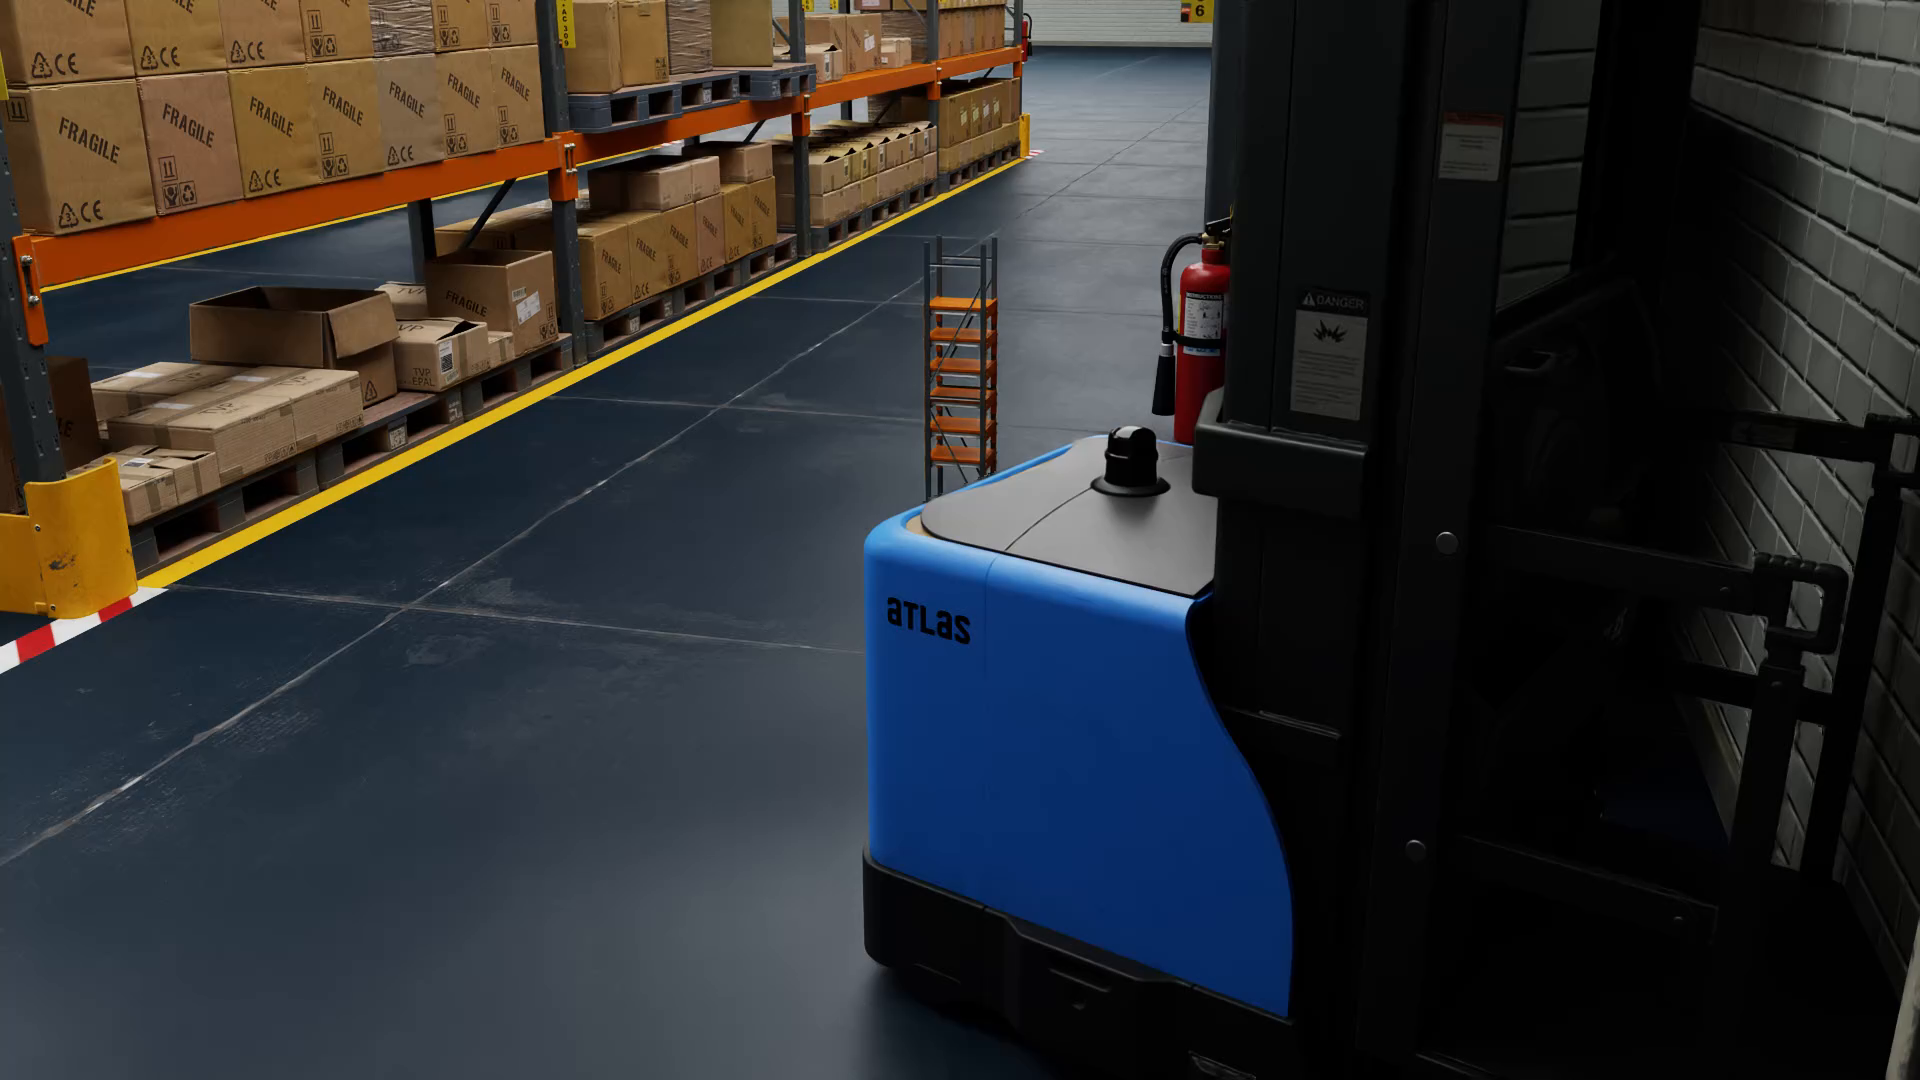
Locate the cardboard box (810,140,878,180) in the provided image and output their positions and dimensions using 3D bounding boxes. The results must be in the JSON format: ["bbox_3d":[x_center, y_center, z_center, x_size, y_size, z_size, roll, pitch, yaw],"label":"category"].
[{"bbox_3d":[-1.031,-3.347,14.582,0.500,0.311,0.500,4,19,12],"label":"cardboard box"}]

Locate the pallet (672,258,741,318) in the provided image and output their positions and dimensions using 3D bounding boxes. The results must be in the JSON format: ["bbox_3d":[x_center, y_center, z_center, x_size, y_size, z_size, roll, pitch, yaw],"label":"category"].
[{"bbox_3d":[-2.210,-1.786,11.590,1.003,0.211,1.213,5,19,13],"label":"pallet"}]

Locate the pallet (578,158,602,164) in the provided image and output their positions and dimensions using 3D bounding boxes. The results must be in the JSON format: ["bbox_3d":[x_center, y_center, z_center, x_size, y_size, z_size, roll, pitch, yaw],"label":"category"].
[{"bbox_3d":[-5.015,-4.635,19.932,1.003,0.211,1.213,5,19,13],"label":"pallet"}]

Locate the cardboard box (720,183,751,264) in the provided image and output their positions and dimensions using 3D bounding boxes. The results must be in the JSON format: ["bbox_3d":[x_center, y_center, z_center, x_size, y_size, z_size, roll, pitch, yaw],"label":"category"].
[{"bbox_3d":[-1.818,-2.269,11.878,0.500,0.500,0.500,4,19,11],"label":"cardboard box"}]

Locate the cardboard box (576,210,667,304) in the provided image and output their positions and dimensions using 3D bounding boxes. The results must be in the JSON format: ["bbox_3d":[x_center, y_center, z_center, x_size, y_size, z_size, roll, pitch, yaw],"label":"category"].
[{"bbox_3d":[-2.194,-1.790,10.474,0.500,0.500,0.500,5,19,14],"label":"cardboard box"}]

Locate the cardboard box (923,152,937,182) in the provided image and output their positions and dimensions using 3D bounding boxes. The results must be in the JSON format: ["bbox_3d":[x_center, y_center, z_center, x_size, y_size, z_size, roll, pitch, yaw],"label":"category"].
[{"bbox_3d":[-0.534,-3.716,16.532,0.500,0.250,0.500,4,19,13],"label":"cardboard box"}]

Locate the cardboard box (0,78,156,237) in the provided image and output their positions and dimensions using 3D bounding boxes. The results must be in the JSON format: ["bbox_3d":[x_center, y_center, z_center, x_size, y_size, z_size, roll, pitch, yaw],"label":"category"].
[{"bbox_3d":[-3.281,-1.376,5.921,0.500,0.500,0.500,5,20,15],"label":"cardboard box"}]

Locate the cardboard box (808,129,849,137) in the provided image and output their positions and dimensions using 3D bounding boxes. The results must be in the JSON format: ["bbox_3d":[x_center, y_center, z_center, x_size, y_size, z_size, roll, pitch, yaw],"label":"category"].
[{"bbox_3d":[-1.309,-3.706,15.633,0.500,0.311,0.500,4,19,12],"label":"cardboard box"}]

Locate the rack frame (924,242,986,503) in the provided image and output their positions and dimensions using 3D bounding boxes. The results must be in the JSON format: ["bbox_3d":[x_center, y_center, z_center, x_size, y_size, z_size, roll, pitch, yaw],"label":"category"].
[{"bbox_3d":[-0.019,-0.544,6.423,0.240,1.200,0.006,5,19,13],"label":"rack frame"}]

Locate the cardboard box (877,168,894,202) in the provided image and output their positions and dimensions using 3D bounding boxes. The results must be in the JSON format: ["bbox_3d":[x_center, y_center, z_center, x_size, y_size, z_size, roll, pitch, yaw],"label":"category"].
[{"bbox_3d":[-0.909,-3.238,15.132,0.500,0.250,0.500,5,20,14],"label":"cardboard box"}]

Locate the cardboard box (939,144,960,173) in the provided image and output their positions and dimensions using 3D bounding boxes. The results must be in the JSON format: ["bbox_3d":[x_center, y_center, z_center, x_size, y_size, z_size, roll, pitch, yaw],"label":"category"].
[{"bbox_3d":[-0.306,-3.991,17.335,0.500,0.250,0.500,5,19,13],"label":"cardboard box"}]

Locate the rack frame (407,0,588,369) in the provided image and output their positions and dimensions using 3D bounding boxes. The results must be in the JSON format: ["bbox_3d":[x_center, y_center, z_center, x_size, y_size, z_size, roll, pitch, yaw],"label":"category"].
[{"bbox_3d":[-2.668,-2.464,9.261,1.000,3.000,0.127,5,19,13],"label":"rack frame"}]

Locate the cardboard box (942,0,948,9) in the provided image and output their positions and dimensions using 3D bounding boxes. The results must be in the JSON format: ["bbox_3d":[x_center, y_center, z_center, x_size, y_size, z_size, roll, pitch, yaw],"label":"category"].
[{"bbox_3d":[-0.337,-5.555,17.151,0.380,0.149,0.250,4,19,12],"label":"cardboard box"}]

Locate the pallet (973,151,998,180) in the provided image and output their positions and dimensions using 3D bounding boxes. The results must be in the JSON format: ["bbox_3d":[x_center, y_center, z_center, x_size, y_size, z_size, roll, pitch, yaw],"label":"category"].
[{"bbox_3d":[-0.182,-4.282,18.896,1.003,0.211,1.213,5,19,13],"label":"pallet"}]

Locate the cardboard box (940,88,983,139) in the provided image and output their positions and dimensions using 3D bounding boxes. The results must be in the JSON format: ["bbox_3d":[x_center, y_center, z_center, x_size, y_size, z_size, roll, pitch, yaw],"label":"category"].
[{"bbox_3d":[-0.052,-4.658,18.129,0.500,0.500,0.500,5,19,13],"label":"cardboard box"}]

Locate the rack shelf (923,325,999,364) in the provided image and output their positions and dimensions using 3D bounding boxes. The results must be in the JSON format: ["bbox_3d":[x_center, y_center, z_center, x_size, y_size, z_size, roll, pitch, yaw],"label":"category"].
[{"bbox_3d":[0.004,-0.757,6.444,0.258,0.103,0.180,5,19,13],"label":"rack shelf"}]

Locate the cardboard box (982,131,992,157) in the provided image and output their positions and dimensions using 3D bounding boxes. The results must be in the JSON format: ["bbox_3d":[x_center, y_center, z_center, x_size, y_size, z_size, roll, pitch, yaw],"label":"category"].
[{"bbox_3d":[0.065,-4.460,18.710,0.500,0.250,0.500,5,19,13],"label":"cardboard box"}]

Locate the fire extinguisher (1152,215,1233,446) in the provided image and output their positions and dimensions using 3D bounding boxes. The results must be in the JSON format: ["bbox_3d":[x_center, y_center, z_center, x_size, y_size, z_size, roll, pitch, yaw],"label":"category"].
[{"bbox_3d":[0.675,-0.597,4.490,0.296,0.674,0.183,5,19,13],"label":"fire extinguisher"}]

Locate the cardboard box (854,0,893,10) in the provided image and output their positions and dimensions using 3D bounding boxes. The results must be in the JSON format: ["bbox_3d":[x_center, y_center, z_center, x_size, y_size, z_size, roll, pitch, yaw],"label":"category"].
[{"bbox_3d":[-0.855,-5.428,16.781,0.380,0.149,0.250,5,19,13],"label":"cardboard box"}]

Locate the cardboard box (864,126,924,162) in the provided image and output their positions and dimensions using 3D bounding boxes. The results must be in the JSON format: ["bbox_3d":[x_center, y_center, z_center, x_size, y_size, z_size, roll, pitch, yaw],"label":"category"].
[{"bbox_3d":[-0.655,-3.821,15.972,0.500,0.311,0.500,5,20,15],"label":"cardboard box"}]

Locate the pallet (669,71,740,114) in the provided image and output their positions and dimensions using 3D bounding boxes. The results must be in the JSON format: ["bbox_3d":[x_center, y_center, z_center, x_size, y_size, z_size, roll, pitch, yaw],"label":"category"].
[{"bbox_3d":[-2.161,-3.017,11.177,1.003,0.211,1.213,5,19,13],"label":"pallet"}]

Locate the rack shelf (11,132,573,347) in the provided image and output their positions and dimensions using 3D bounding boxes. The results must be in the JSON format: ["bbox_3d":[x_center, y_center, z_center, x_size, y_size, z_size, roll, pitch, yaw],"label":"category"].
[{"bbox_3d":[-3.157,-1.497,7.542,1.077,0.370,4.000,5,19,13],"label":"rack shelf"}]

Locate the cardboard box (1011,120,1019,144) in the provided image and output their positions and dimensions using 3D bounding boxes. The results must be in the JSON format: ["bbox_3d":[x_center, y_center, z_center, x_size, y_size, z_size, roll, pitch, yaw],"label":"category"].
[{"bbox_3d":[0.419,-4.932,20.089,0.500,0.250,0.500,5,19,13],"label":"cardboard box"}]

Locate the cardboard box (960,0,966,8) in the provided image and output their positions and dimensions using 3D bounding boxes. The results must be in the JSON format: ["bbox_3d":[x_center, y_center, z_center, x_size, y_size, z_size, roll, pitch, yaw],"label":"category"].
[{"bbox_3d":[-0.149,-5.799,17.867,0.380,0.149,0.250,4,19,12],"label":"cardboard box"}]

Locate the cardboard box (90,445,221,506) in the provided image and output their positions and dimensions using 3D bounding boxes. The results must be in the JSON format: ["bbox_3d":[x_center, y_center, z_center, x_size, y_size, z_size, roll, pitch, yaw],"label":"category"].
[{"bbox_3d":[-3.149,-0.260,6.512,0.380,0.166,0.250,5,19,13],"label":"cardboard box"}]

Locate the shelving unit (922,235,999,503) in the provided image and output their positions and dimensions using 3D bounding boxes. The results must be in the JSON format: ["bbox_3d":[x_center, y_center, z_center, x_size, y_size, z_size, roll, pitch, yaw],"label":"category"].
[{"bbox_3d":[0.004,-0.572,6.507,0.258,1.200,0.189,5,19,13],"label":"shelving unit"}]

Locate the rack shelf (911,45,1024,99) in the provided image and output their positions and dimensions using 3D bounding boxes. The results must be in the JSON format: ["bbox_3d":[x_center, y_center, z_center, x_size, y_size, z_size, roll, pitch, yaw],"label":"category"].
[{"bbox_3d":[-0.225,-5.258,18.554,1.077,0.370,4.000,5,19,13],"label":"rack shelf"}]

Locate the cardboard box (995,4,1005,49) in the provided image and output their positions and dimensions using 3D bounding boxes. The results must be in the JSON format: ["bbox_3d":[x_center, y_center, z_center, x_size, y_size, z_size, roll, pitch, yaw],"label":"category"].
[{"bbox_3d":[0.137,-6.127,19.832,0.700,0.500,0.500,5,19,13],"label":"cardboard box"}]

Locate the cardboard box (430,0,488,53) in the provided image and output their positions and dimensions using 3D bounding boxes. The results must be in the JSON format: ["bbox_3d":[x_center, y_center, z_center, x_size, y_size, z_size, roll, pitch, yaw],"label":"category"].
[{"bbox_3d":[-2.663,-2.645,8.089,0.500,0.500,0.500,4,19,12],"label":"cardboard box"}]

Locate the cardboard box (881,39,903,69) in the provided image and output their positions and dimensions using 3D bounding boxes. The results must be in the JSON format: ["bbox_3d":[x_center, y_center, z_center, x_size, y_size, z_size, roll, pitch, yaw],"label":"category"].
[{"bbox_3d":[-0.750,-4.618,15.775,0.396,0.266,0.258,4,19,12],"label":"cardboard box"}]

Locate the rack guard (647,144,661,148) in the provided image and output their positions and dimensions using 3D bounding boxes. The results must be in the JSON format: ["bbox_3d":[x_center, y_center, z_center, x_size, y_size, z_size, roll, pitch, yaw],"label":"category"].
[{"bbox_3d":[-4.511,-5.407,21.745,1.175,0.500,0.348,5,19,13],"label":"rack guard"}]

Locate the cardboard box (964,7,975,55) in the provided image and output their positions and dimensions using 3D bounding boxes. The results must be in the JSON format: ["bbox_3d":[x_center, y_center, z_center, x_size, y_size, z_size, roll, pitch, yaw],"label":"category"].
[{"bbox_3d":[-0.238,-5.642,18.410,0.700,0.500,0.500,5,20,15],"label":"cardboard box"}]

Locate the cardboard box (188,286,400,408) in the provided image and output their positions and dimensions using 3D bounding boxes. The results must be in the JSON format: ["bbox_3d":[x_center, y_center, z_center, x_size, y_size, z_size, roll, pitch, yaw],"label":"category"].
[{"bbox_3d":[-3.122,-0.902,7.869,0.797,0.503,0.637,5,19,13],"label":"cardboard box"}]

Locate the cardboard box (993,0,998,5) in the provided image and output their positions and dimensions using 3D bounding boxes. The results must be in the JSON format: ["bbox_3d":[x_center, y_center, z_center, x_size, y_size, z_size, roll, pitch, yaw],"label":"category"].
[{"bbox_3d":[0.230,-6.283,19.282,0.380,0.149,0.250,4,19,13],"label":"cardboard box"}]

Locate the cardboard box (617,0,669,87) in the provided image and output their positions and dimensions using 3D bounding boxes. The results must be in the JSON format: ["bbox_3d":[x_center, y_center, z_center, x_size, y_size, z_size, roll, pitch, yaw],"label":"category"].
[{"bbox_3d":[-2.229,-3.062,10.206,0.700,0.500,0.500,8,20,22],"label":"cardboard box"}]

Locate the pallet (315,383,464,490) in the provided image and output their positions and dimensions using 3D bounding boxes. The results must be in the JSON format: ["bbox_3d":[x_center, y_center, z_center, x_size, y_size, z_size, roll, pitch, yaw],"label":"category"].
[{"bbox_3d":[-3.133,-0.546,7.959,1.003,0.211,1.213,5,19,13],"label":"pallet"}]

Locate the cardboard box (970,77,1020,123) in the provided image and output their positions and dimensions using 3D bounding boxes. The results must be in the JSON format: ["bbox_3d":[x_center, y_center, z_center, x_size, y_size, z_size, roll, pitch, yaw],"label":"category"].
[{"bbox_3d":[0.421,-5.286,19.968,0.500,0.500,0.500,5,19,13],"label":"cardboard box"}]

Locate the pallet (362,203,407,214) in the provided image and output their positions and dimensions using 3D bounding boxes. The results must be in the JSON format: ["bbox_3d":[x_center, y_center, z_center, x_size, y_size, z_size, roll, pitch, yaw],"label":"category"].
[{"bbox_3d":[-5.966,-3.412,16.349,1.003,0.211,1.213,5,19,13],"label":"pallet"}]

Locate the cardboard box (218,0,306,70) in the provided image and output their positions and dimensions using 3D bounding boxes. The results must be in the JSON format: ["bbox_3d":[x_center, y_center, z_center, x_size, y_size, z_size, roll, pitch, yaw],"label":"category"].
[{"bbox_3d":[-3.034,-2.170,6.699,0.500,0.500,0.500,5,19,14],"label":"cardboard box"}]

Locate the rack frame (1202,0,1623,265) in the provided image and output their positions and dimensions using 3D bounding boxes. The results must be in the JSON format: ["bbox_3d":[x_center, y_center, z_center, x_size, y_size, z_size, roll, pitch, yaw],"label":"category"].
[{"bbox_3d":[1.159,-0.820,4.449,1.000,3.000,0.127,5,19,13],"label":"rack frame"}]

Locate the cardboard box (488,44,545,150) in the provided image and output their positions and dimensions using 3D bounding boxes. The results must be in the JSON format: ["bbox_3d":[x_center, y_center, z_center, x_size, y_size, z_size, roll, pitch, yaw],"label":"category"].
[{"bbox_3d":[-2.541,-2.335,8.727,0.500,0.500,0.500,5,19,14],"label":"cardboard box"}]

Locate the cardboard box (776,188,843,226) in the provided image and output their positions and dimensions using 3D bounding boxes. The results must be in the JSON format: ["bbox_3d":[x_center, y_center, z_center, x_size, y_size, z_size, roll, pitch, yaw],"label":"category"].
[{"bbox_3d":[-1.278,-2.756,13.721,0.500,0.250,0.500,5,19,13],"label":"cardboard box"}]

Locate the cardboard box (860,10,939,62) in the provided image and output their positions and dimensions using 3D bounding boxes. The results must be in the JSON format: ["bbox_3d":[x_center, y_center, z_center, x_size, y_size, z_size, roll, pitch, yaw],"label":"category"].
[{"bbox_3d":[-0.611,-5.159,16.995,0.700,0.500,0.500,4,19,12],"label":"cardboard box"}]

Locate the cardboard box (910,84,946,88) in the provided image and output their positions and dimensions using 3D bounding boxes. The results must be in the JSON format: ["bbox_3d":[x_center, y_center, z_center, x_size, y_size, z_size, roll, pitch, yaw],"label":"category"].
[{"bbox_3d":[-0.452,-4.857,18.712,0.500,0.500,0.500,5,19,13],"label":"cardboard box"}]

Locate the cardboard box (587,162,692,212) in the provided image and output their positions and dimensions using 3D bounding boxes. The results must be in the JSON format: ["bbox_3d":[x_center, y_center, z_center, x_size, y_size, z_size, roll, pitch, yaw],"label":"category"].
[{"bbox_3d":[-2.069,-2.290,10.778,0.500,0.250,0.500,5,19,13],"label":"cardboard box"}]

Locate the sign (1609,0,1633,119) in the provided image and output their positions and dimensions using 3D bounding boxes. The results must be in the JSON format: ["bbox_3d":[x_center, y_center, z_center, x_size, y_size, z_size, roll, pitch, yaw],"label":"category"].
[{"bbox_3d":[1.696,-1.222,4.162,0.100,0.325,0.005,5,19,13],"label":"sign"}]

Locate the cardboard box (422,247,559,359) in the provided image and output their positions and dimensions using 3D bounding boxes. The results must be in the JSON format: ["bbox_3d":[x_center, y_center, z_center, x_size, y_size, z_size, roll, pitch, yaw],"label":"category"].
[{"bbox_3d":[-2.532,-1.289,9.006,0.500,0.500,0.500,5,19,13],"label":"cardboard box"}]

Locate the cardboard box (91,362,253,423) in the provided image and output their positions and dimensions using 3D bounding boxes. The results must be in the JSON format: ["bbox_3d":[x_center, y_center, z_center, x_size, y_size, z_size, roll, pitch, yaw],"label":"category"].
[{"bbox_3d":[-3.490,-0.603,7.385,0.500,0.250,0.500,5,19,13],"label":"cardboard box"}]

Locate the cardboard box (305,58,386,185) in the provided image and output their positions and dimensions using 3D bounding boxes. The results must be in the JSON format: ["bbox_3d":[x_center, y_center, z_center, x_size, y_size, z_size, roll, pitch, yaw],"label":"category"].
[{"bbox_3d":[-2.911,-1.852,7.314,0.500,0.500,0.500,5,19,14],"label":"cardboard box"}]

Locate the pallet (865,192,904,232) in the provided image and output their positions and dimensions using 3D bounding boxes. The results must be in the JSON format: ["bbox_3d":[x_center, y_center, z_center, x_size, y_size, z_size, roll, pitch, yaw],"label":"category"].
[{"bbox_3d":[-1.152,-3.035,15.245,1.003,0.211,1.213,5,19,13],"label":"pallet"}]

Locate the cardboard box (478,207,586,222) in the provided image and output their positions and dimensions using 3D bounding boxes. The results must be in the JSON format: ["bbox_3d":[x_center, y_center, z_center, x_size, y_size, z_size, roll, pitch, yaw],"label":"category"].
[{"bbox_3d":[-2.696,-1.821,10.565,0.500,0.500,0.500,5,19,14],"label":"cardboard box"}]

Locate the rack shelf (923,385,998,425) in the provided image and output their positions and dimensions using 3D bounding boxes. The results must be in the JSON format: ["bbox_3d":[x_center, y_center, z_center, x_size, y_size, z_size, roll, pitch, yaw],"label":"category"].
[{"bbox_3d":[0.004,-0.530,6.521,0.258,0.103,0.180,5,19,13],"label":"rack shelf"}]

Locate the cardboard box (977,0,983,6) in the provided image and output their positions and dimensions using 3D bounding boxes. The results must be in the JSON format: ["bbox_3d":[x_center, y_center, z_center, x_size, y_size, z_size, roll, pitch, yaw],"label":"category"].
[{"bbox_3d":[0.040,-6.039,18.569,0.380,0.149,0.250,5,20,15],"label":"cardboard box"}]

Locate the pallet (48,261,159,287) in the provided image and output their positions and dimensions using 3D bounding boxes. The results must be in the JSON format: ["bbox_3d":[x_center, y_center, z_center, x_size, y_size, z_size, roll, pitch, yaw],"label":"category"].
[{"bbox_3d":[-6.945,-2.159,12.682,1.003,0.211,1.213,5,19,13],"label":"pallet"}]

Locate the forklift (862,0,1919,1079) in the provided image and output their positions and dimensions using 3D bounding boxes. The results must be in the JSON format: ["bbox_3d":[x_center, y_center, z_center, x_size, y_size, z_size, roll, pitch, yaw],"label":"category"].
[{"bbox_3d":[1.278,-0.247,2.877,3.031,2.935,1.130,13,23,33],"label":"forklift"}]

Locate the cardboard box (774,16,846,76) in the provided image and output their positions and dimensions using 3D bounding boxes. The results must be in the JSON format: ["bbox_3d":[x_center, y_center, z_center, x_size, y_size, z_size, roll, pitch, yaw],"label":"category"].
[{"bbox_3d":[-1.297,-4.292,14.459,0.500,0.500,0.500,4,19,10],"label":"cardboard box"}]

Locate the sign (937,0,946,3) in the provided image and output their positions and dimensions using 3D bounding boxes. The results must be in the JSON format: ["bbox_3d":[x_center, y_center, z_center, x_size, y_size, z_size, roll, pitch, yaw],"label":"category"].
[{"bbox_3d":[-0.185,-5.442,16.312,0.100,0.325,0.005,5,19,13],"label":"sign"}]

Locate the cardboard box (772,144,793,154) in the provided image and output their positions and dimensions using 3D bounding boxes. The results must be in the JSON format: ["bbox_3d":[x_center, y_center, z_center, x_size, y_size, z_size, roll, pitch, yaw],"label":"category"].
[{"bbox_3d":[-1.681,-3.228,14.234,0.500,0.311,0.500,4,19,13],"label":"cardboard box"}]
